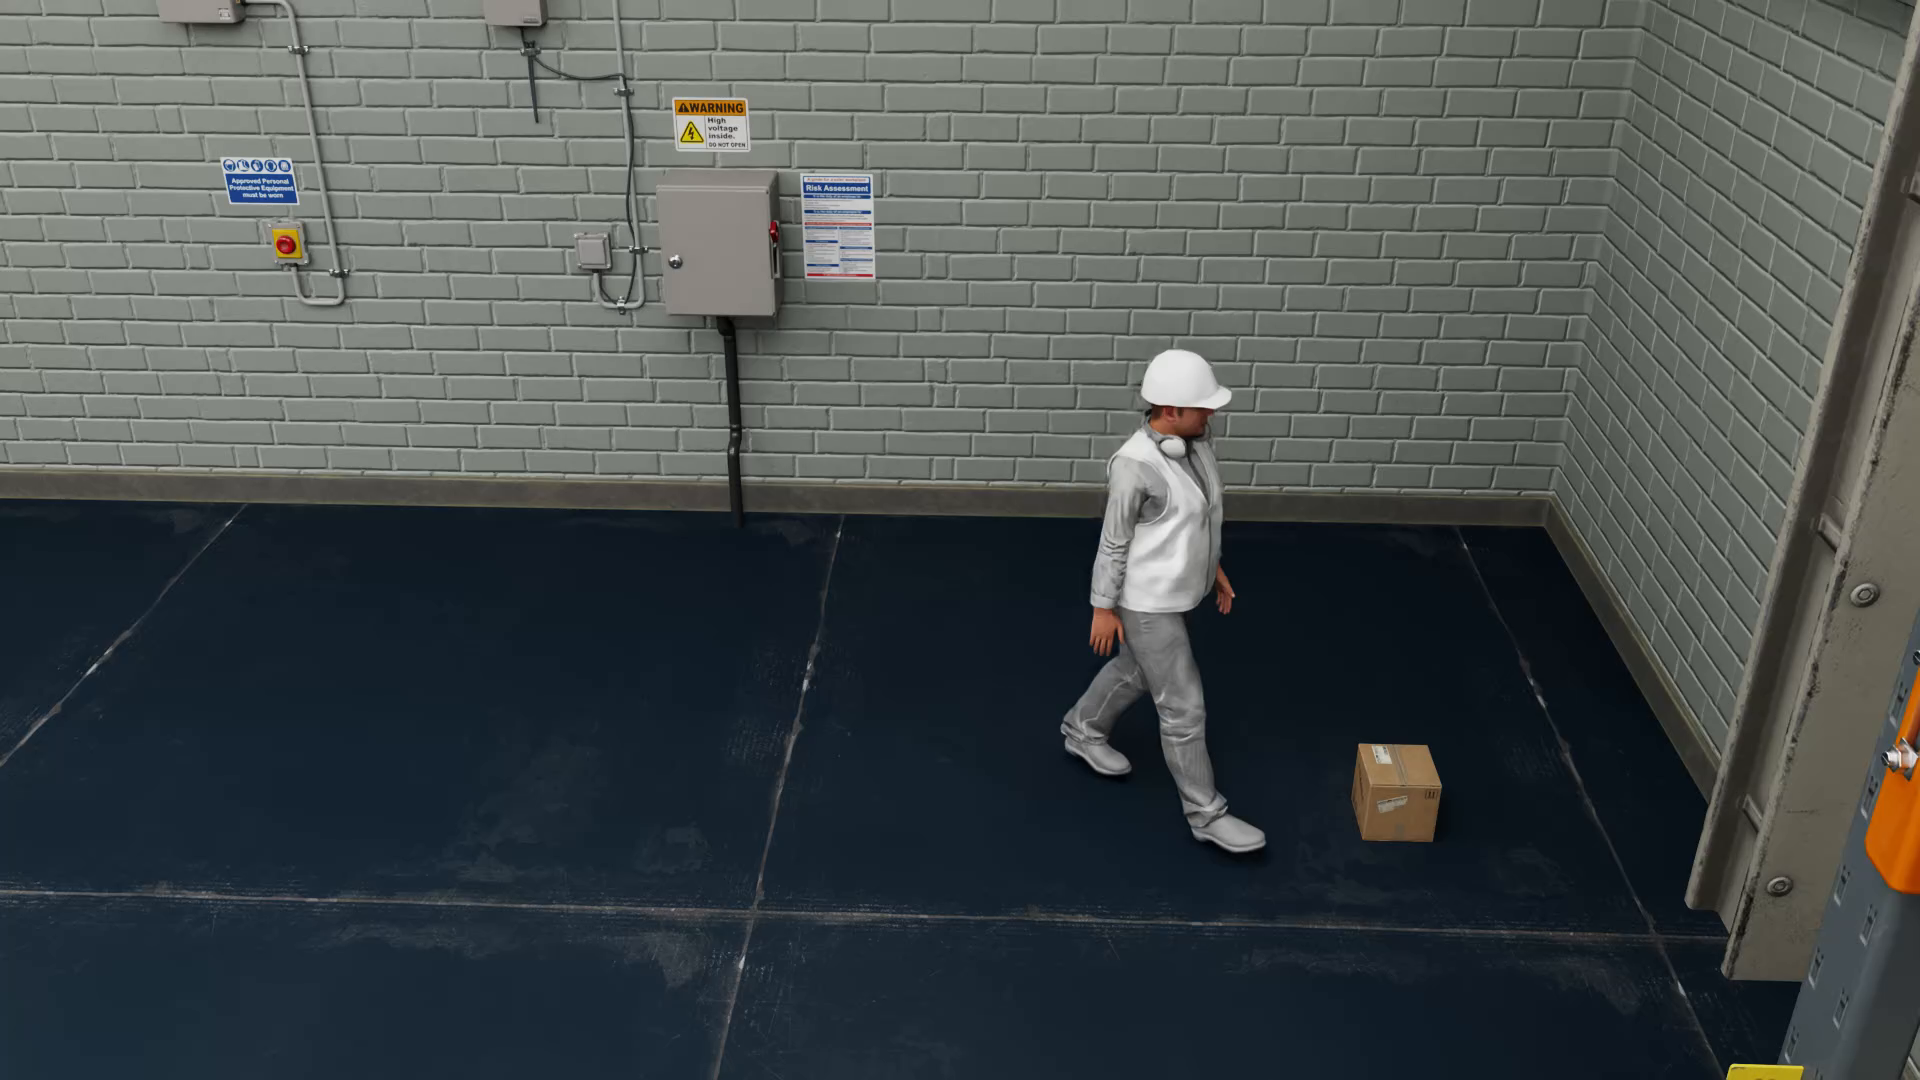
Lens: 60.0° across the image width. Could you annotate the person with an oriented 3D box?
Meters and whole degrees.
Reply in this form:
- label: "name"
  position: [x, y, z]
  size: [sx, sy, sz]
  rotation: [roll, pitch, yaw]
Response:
- label: "person"
  position: [0.761, 0.169, 5.760]
  size: [0.927, 1.731, 0.572]
  rotation: [15, 31, 26]
